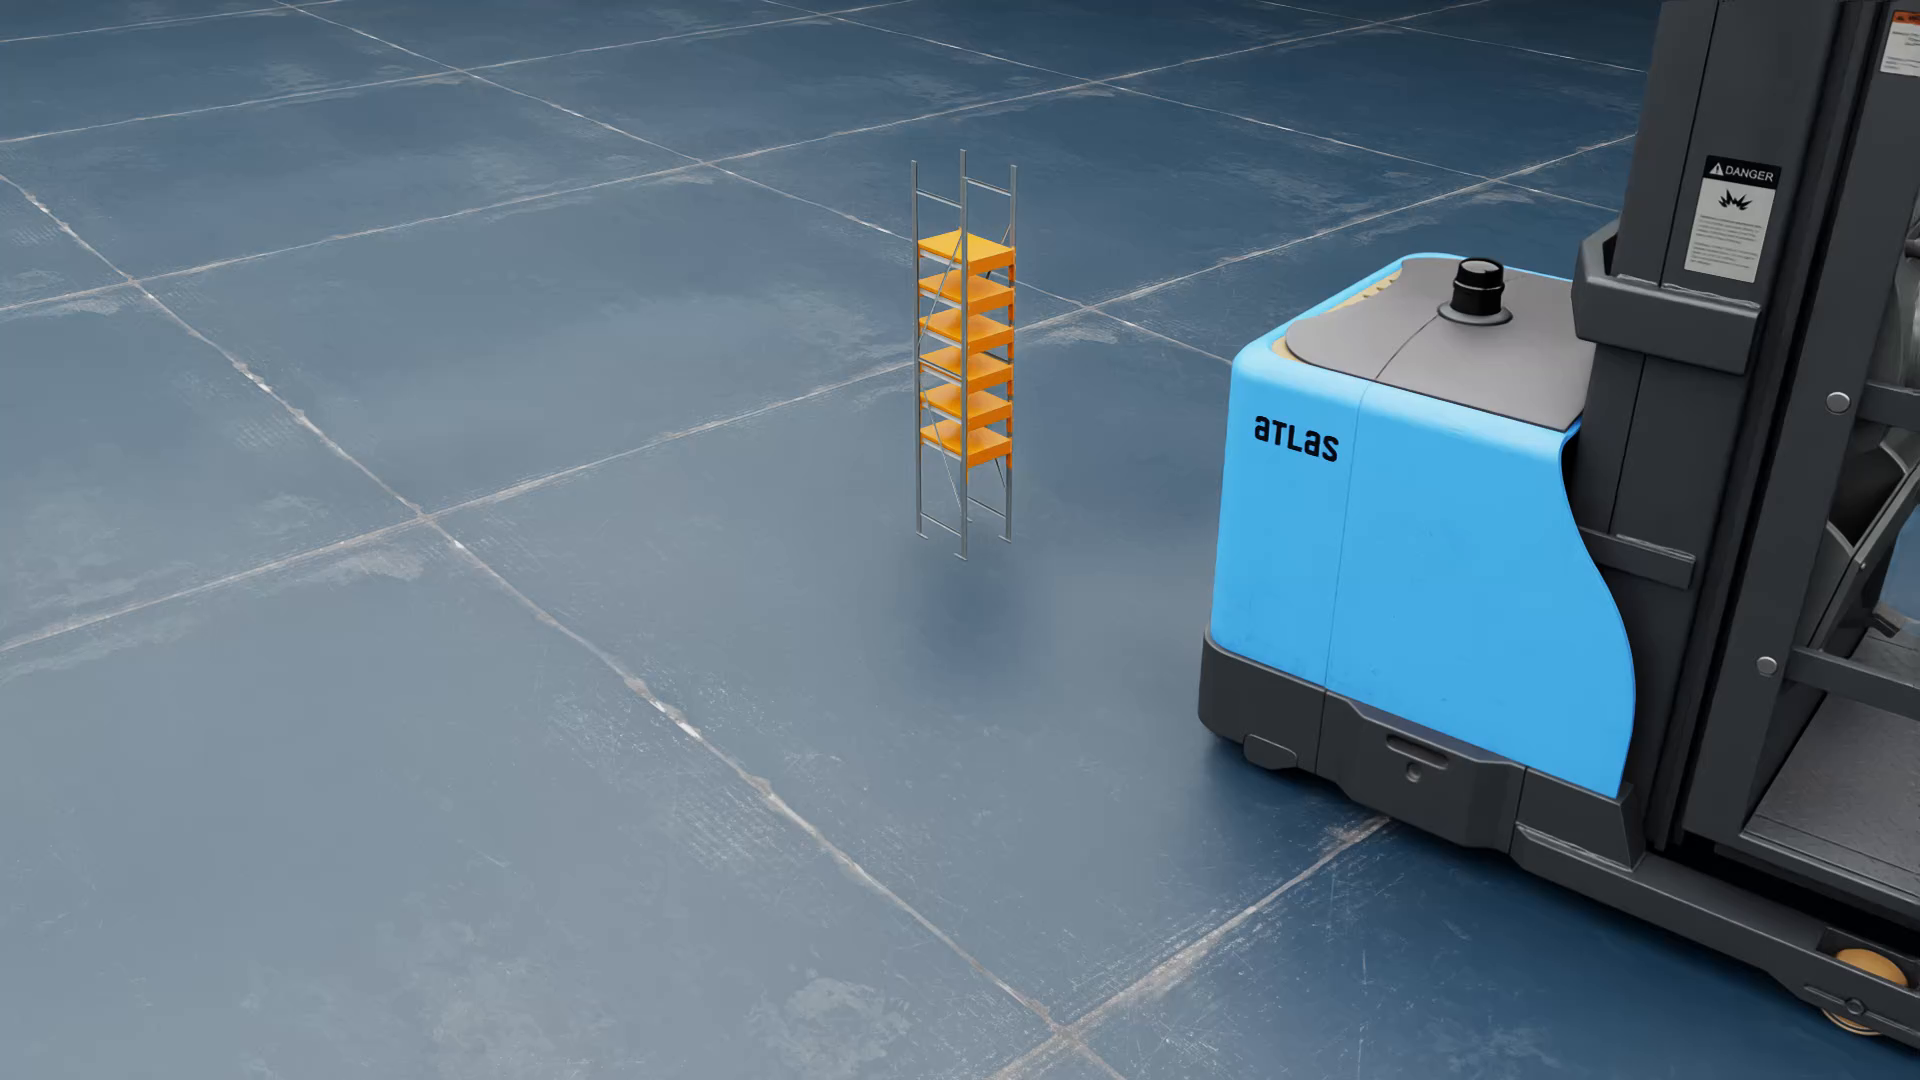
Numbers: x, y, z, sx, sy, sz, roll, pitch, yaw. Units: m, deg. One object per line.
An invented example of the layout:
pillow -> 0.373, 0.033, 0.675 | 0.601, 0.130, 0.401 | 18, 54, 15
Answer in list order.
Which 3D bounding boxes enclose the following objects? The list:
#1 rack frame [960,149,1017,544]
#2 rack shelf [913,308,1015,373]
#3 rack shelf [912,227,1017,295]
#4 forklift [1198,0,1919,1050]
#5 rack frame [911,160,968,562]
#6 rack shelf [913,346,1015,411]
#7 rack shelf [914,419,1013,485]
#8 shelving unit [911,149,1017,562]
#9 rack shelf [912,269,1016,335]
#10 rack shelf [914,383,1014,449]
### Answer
rack frame -> 0.081, -0.562, 5.028 | 0.006, 1.200, 0.240 | -22, 35, -35
rack shelf -> 0.011, -0.600, 4.940 | 0.180, 0.103, 0.258 | -22, 35, -35
rack shelf -> 0.011, -0.812, 4.827 | 0.180, 0.103, 0.258 | -22, 35, -35
forklift -> 2.074, -0.517, 3.108 | 3.031, 2.935, 1.130 | 21, 34, 34
rack frame -> -0.059, -0.506, 4.923 | 0.006, 1.200, 0.240 | -22, 35, -35
rack shelf -> 0.011, -0.494, 4.996 | 0.180, 0.103, 0.258 | -22, 35, -35
rack shelf -> 0.011, -0.283, 5.110 | 0.180, 0.103, 0.258 | -22, 35, -35
shelving unit -> 0.011, -0.534, 4.975 | 0.189, 1.200, 0.258 | -22, 35, -35
rack shelf -> 0.011, -0.706, 4.883 | 0.180, 0.103, 0.258 | -22, 35, -35
rack shelf -> 0.011, -0.389, 5.053 | 0.180, 0.103, 0.258 | -22, 35, -35
